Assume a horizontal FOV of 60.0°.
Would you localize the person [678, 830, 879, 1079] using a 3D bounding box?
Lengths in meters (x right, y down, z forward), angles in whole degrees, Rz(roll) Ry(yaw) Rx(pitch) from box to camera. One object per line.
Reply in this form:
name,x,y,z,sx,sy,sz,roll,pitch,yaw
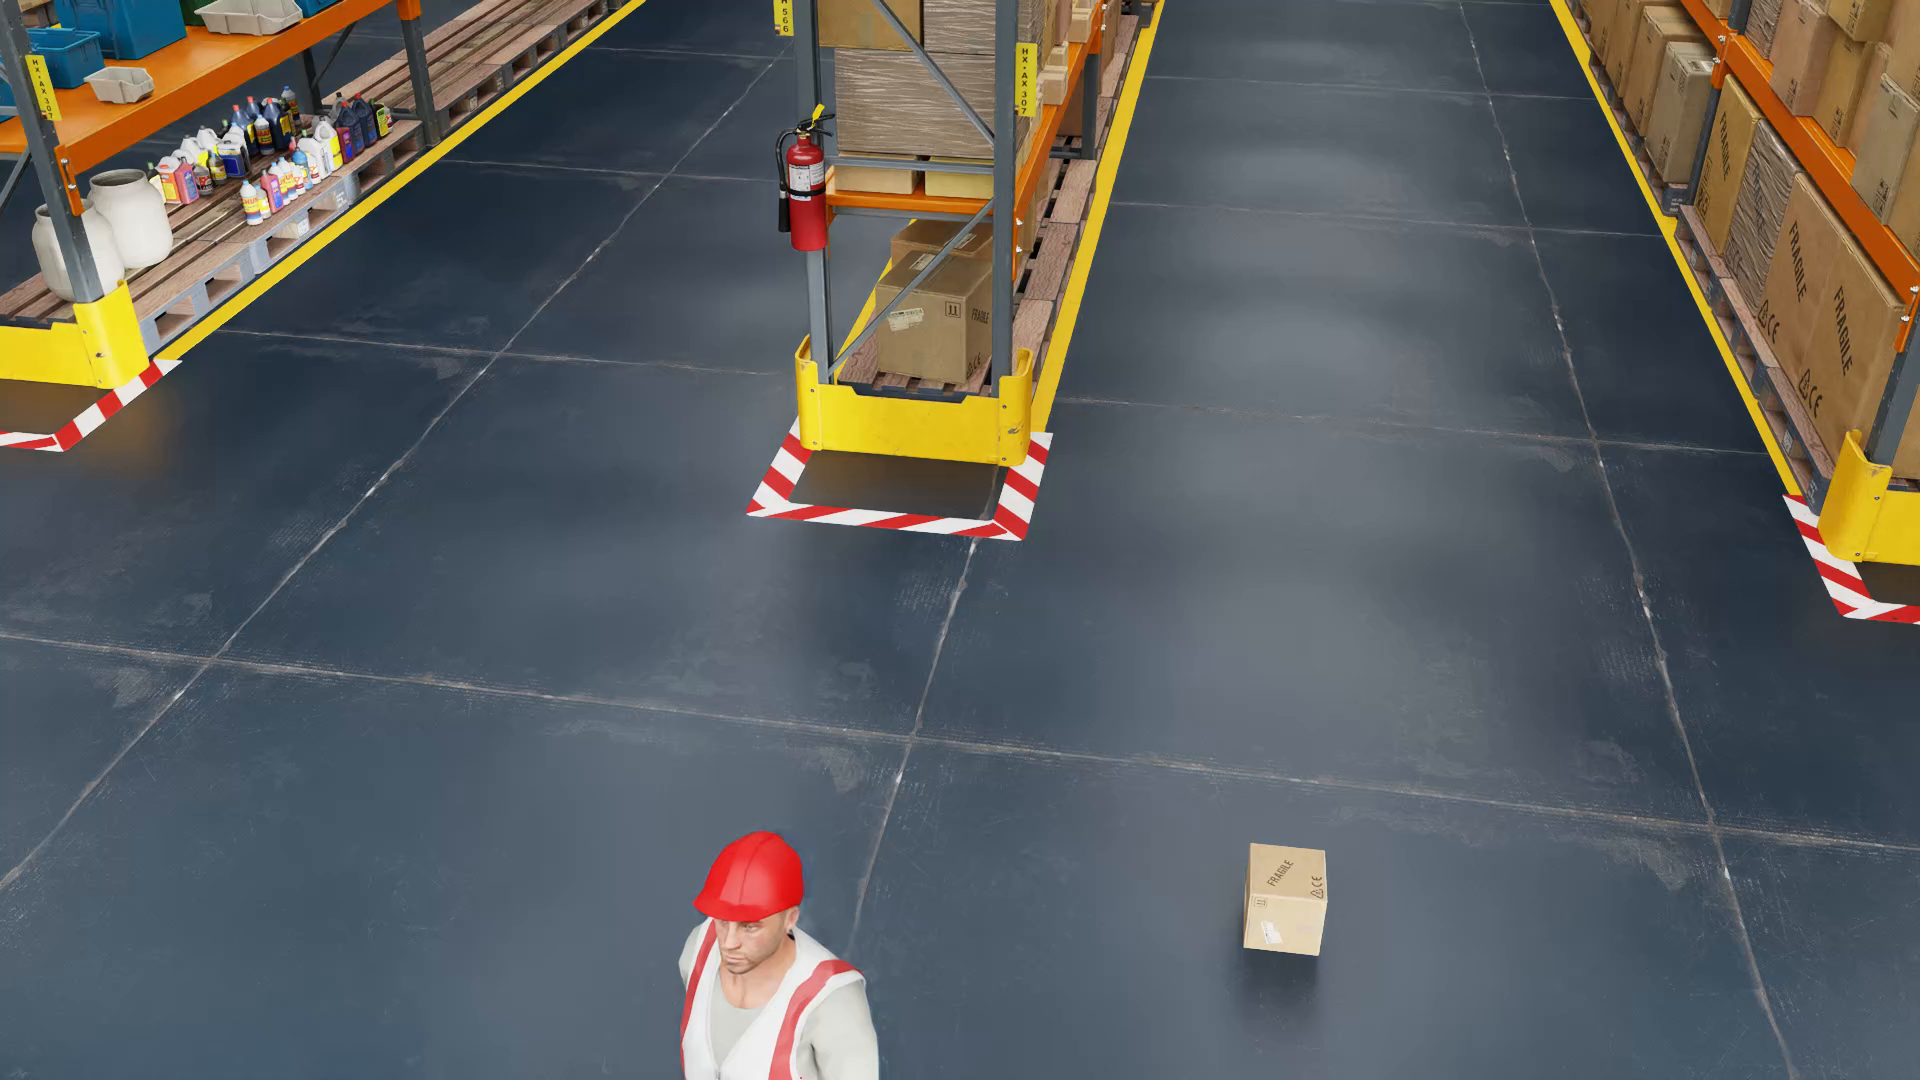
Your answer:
person,-0.417,1.396,3.889,0.579,1.750,0.957,17,36,26
